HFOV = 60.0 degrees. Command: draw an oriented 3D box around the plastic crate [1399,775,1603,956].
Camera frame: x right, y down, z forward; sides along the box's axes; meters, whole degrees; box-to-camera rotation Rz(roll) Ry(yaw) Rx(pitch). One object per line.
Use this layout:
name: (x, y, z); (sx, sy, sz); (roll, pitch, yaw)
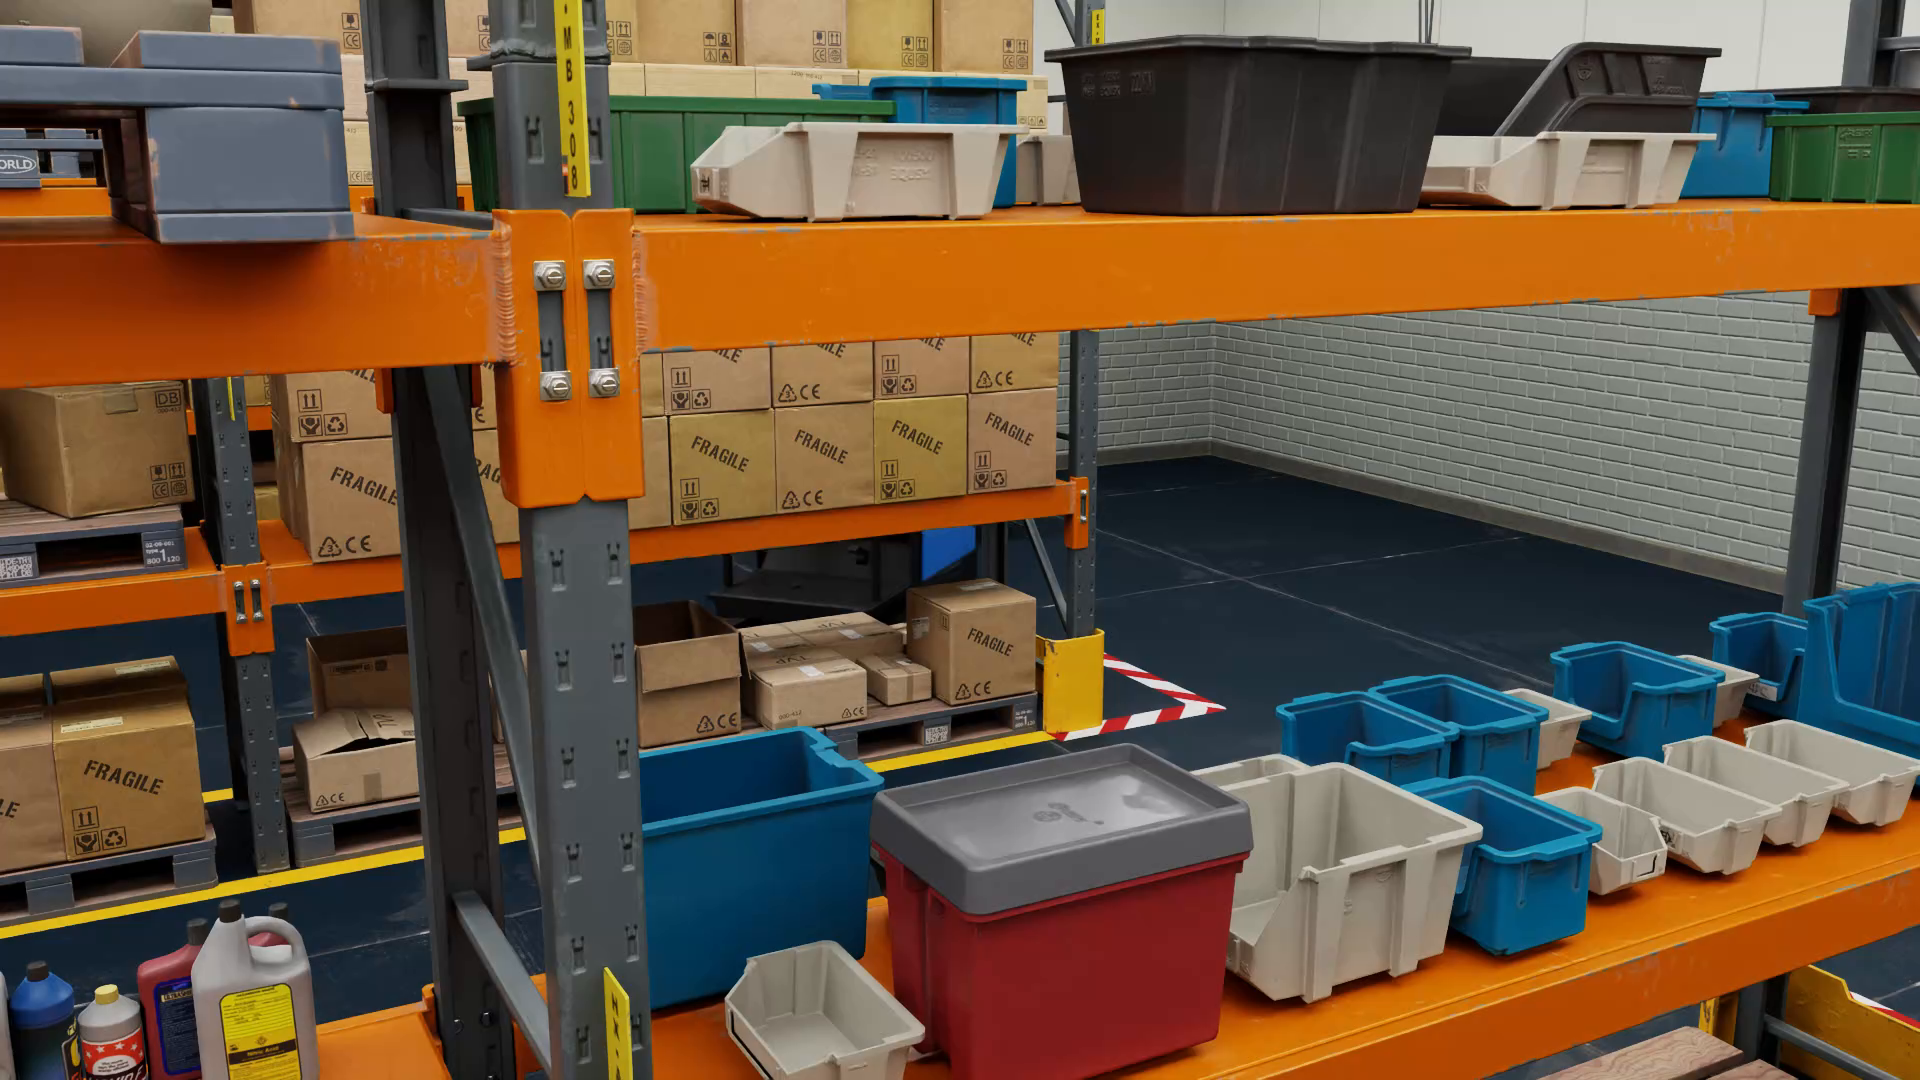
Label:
plastic crate: (1.104, 0.682, 3.490); (0.300, 0.233, 0.416); (-7, 14, -28)

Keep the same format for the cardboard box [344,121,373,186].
cardboard box: (-2.552, -1.563, 6.734); (0.500, 0.250, 0.500); (-7, 14, -28)

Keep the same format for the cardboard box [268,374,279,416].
cardboard box: (-2.778, -0.809, 7.368); (0.500, 0.500, 0.500); (-7, 14, -28)

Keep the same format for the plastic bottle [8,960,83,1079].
plastic bottle: (-1.549, 0.844, 2.818); (0.097, 0.271, 0.097); (0, 13, 0)

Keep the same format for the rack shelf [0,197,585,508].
rack shelf: (-2.483, -0.117, 1.602); (4.000, 0.370, 1.077); (-7, 14, -28)

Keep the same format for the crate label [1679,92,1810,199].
crate label: (1.819, -0.992, 4.190); (0.502, 0.251, 0.408); (-7, 14, -28)

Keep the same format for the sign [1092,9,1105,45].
sign: (0.662, -2.377, 7.990); (0.005, 0.325, 0.100); (-7, 14, -28)

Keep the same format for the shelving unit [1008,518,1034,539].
shelving unit: (0.006, -0.549, 12.989); (1.048, 1.125, 0.538); (-7, 14, -28)

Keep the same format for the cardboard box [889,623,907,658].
cardboard box: (-0.338, 0.581, 9.145); (0.250, 0.166, 0.380); (-7, 14, -28)

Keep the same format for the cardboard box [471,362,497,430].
cardboard box: (-2.096, -0.756, 7.131); (0.500, 0.500, 0.500); (-7, 15, -30)

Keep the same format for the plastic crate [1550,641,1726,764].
plastic crate: (1.831, 0.449, 4.528); (0.300, 0.233, 0.416); (-7, 14, -28)

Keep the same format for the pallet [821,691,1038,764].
pallet: (-0.353, 0.862, 8.798); (1.213, 0.211, 1.003); (-7, 14, -28)

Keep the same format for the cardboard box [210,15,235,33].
cardboard box: (-4.714, -3.155, 10.912); (0.500, 0.500, 0.500); (-7, 14, -28)

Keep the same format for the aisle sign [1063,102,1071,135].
aisle sign: (0.620, -1.807, 8.385); (0.004, 0.787, 0.394); (-7, 14, -28)

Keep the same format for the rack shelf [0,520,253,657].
rack shelf: (-4.853, 0.392, 6.175); (4.000, 0.370, 1.077); (-7, 14, -28)

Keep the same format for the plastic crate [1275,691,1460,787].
plastic crate: (0.990, 0.550, 4.080); (0.300, 0.233, 0.416); (-7, 14, -28)

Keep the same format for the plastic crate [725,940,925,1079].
plastic crate: (-0.250, 0.863, 2.905); (0.243, 0.136, 0.396); (-7, 14, -28)

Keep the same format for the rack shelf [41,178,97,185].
rack shelf: (-7.230, -2.026, 10.086); (4.000, 0.370, 1.077); (-7, 14, -28)

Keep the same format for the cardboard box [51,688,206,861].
cardboard box: (-3.393, 0.942, 6.781); (0.500, 0.500, 0.500); (-7, 14, -28)

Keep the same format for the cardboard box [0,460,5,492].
cardboard box: (-5.983, -0.187, 11.046); (0.750, 0.750, 0.750); (-7, 14, -27)

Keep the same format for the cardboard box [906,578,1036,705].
cardboard box: (0.054, 0.519, 8.662); (0.500, 0.500, 0.500); (-7, 14, -28)

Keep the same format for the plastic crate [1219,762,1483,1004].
plastic crate: (0.701, 0.689, 3.350); (0.530, 0.282, 0.437); (-7, 14, -28)

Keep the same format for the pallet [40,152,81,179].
pallet: (-6.255, -2.388, 10.492); (1.217, 0.209, 0.805); (-8, 15, -30)

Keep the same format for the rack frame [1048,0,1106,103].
rack frame: (0.413, -3.517, 8.242); (0.127, 3.000, 1.000); (-7, 14, -28)

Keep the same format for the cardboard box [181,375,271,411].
cardboard box: (-4.990, -1.324, 11.478); (0.700, 0.700, 0.980); (-7, 14, -27)

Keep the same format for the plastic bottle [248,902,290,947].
plastic bottle: (-1.254, 0.799, 2.994); (0.133, 0.283, 0.061); (-7, 14, -28)

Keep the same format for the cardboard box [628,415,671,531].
cardboard box: (-1.631, -0.326, 7.499); (0.500, 0.500, 0.500); (-7, 14, -28)

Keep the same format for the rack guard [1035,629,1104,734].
rack guard: (0.347, 0.637, 9.140); (0.348, 0.500, 1.175); (-7, 14, -28)

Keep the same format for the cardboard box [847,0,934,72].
cardboard box: (-0.509, -2.497, 8.035); (0.500, 0.500, 0.700); (-7, 14, -28)

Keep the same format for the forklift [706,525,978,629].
forklift: (-0.868, -0.813, 10.045); (1.130, 2.935, 3.031); (5, 13, 20)

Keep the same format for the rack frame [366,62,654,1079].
rack frame: (-0.727, 0.785, 2.788); (0.127, 3.000, 1.000); (-7, 14, -28)

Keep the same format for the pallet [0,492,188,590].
pallet: (-3.851, -0.013, 6.772); (1.213, 0.211, 1.003); (-7, 14, -28)

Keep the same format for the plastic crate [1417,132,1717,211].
plastic crate: (1.089, -0.705, 3.179); (0.530, 0.136, 0.437); (-7, 14, -28)

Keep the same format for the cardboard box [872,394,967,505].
cardboard box: (-0.303, -0.484, 8.202); (0.500, 0.500, 0.500); (-7, 14, -27)

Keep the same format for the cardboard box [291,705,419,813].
cardboard box: (-2.625, 0.925, 7.289); (0.500, 0.311, 0.500); (-7, 14, -28)

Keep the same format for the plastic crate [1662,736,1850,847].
plastic crate: (1.893, 0.612, 4.021); (0.243, 0.136, 0.396); (-7, 14, -28)

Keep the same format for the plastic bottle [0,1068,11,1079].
plastic bottle: (-1.561, 0.918, 2.650); (0.097, 0.201, 0.097); (0, 13, 0)

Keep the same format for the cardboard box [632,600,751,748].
cardboard box: (-1.451, 0.635, 8.140); (0.637, 0.503, 0.797); (-7, 14, -28)

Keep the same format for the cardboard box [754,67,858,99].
cardboard box: (-0.795, -2.017, 7.610); (0.500, 0.250, 0.500); (-7, 14, -28)

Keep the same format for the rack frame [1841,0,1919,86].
rack frame: (2.784, -2.562, 3.999); (0.127, 3.000, 1.000); (-7, 14, -28)

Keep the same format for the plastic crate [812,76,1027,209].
plastic crate: (-0.081, -0.754, 3.176); (0.300, 0.233, 0.416); (-7, 14, -28)

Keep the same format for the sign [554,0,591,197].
sign: (-0.465, -0.576, 1.985); (0.005, 0.325, 0.100); (-7, 14, -28)

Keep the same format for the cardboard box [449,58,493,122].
cardboard box: (-2.114, -1.860, 6.913); (0.500, 0.250, 0.500); (-7, 14, -28)

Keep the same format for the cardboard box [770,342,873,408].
cardboard box: (-0.741, -0.918, 7.853); (0.500, 0.500, 0.500); (-6, 14, -26)

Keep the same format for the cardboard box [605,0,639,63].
cardboard box: (-1.746, -2.307, 7.192); (0.500, 0.500, 0.700); (-7, 14, -28)

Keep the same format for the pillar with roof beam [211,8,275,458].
pillar with roof beam: (-3.212, -3.461, 7.994); (0.400, 9.000, 9.100); (-7, 14, -28)
